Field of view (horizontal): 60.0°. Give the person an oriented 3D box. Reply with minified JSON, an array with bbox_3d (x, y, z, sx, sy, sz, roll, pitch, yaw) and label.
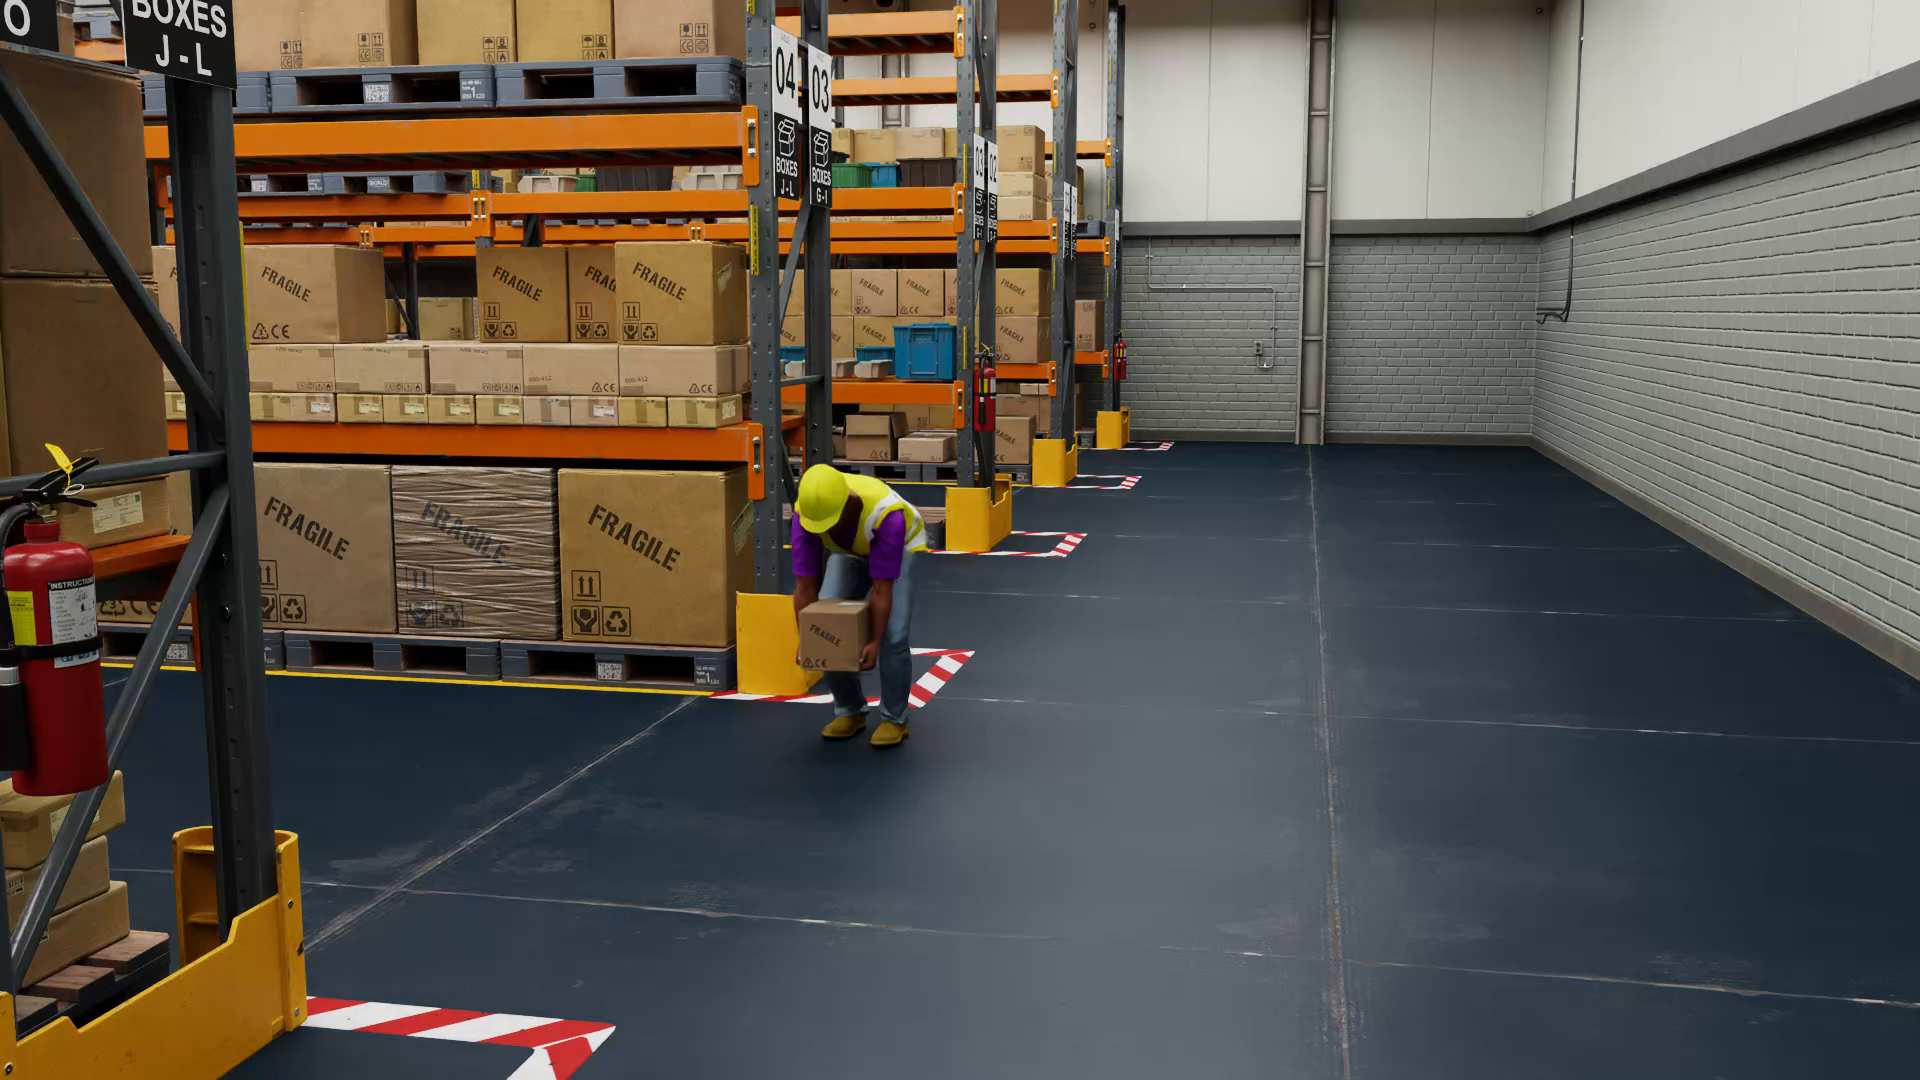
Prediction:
[{"bbox_3d":[-0.444,0.272,7.097,0.501,1.259,0.938,3,8,20],"label":"person"}]
